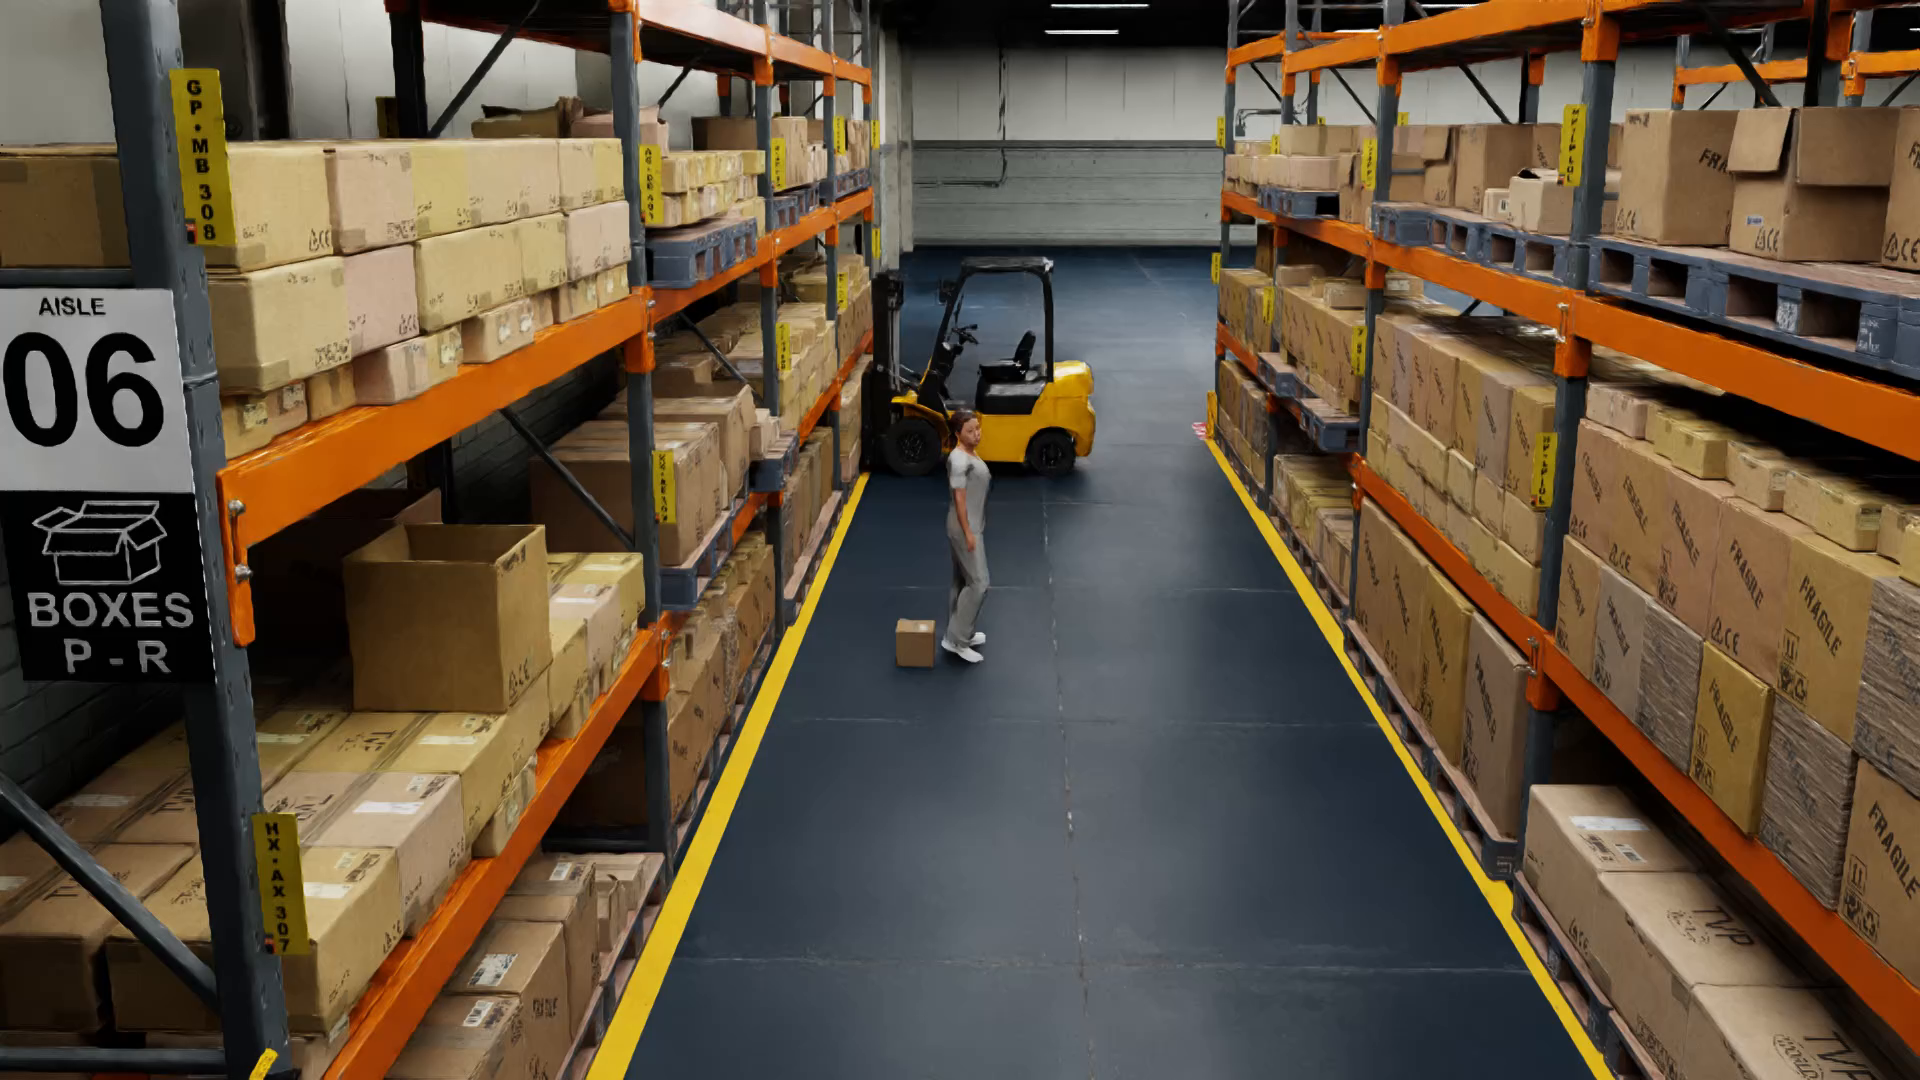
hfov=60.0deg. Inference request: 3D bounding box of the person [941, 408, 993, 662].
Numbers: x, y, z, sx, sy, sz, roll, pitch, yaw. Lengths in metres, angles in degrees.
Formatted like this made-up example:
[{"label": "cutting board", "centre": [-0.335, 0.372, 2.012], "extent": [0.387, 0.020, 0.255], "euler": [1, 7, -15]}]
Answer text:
[{"label": "person", "centre": [0.047, -0.044, 11.171], "extent": [0.339, 1.703, 0.486], "euler": [2, 14, 6]}]
